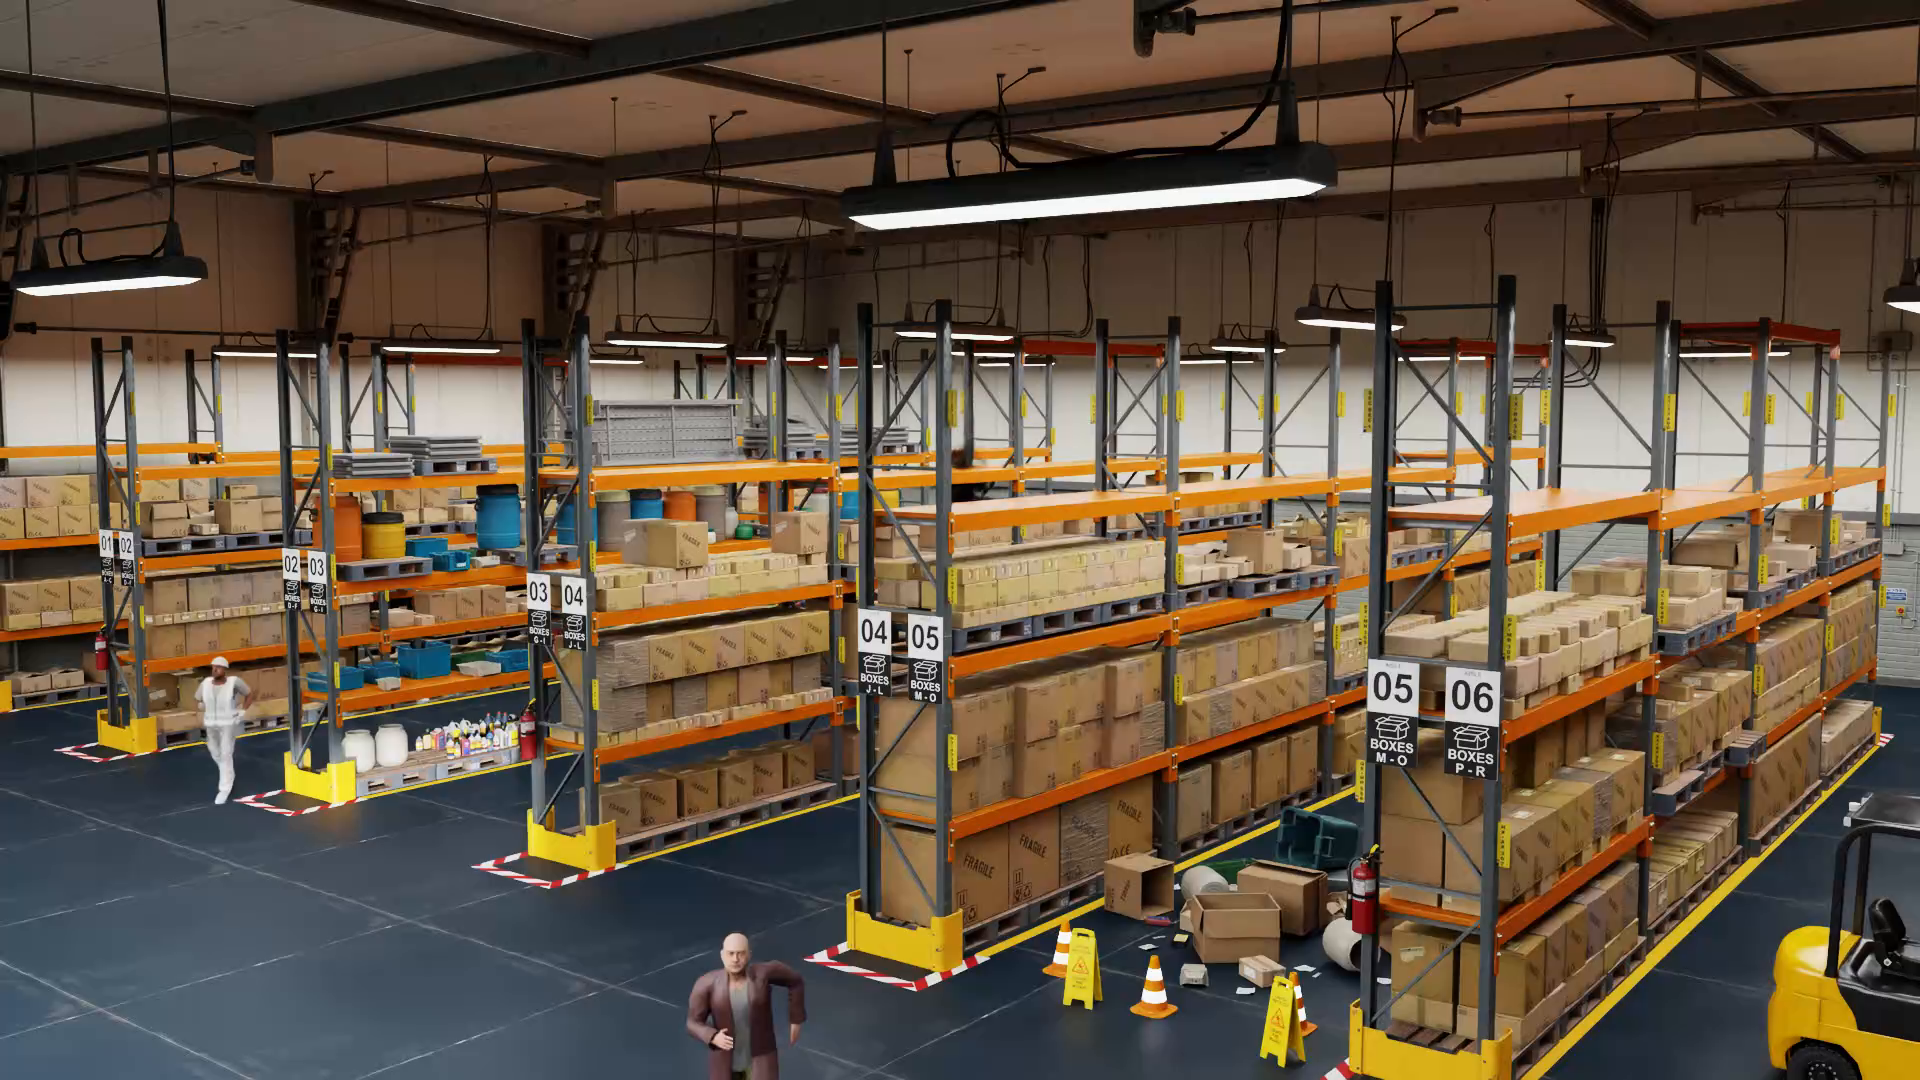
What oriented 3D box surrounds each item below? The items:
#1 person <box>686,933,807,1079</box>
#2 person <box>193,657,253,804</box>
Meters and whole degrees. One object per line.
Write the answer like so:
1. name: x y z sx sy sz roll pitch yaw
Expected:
1. person: -1.372 3.362 10.681 0.754 1.729 0.794 0 5 -4
2. person: -9.503 2.401 21.359 0.685 1.815 0.867 0 5 1
